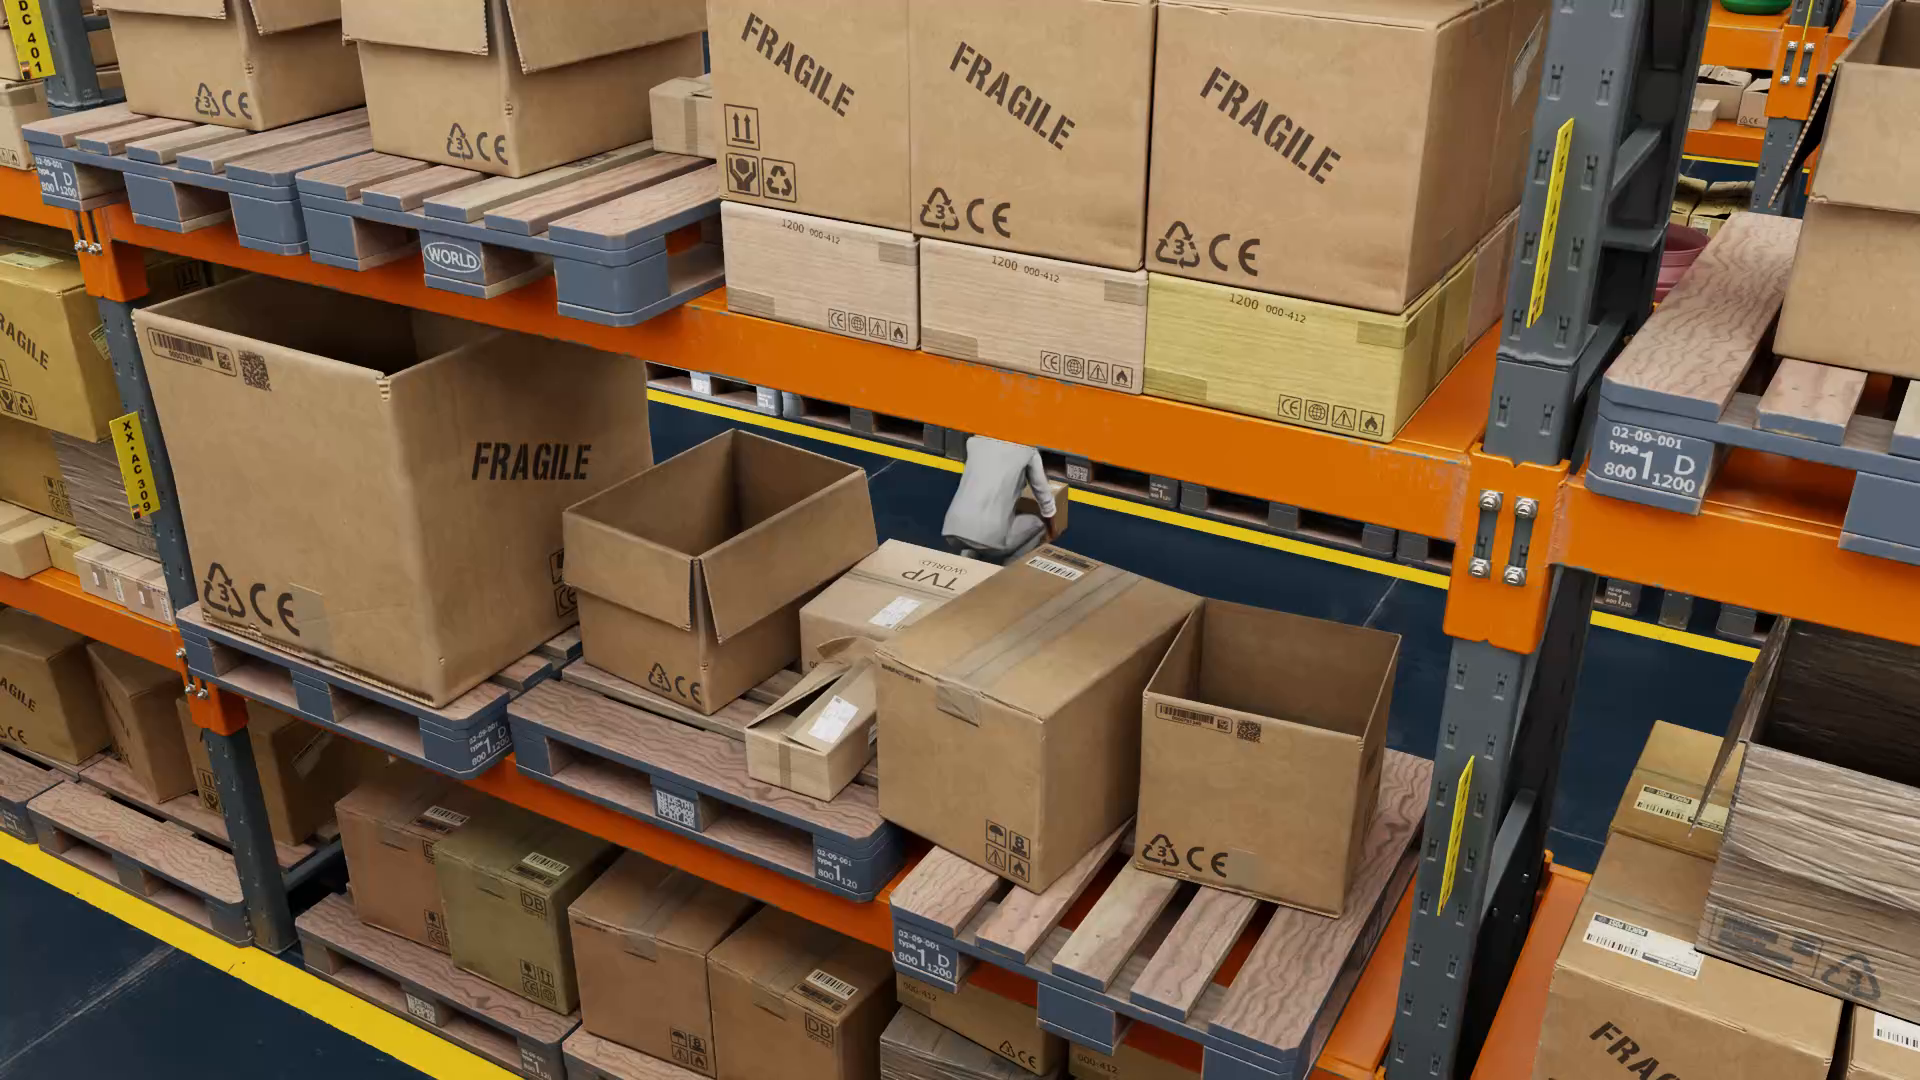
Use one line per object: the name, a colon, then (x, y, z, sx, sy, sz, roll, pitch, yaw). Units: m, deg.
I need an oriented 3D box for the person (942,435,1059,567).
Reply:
person: (0.179, -0.130, 8.136, 0.443, 0.918, 0.798, 14, 30, 26)
